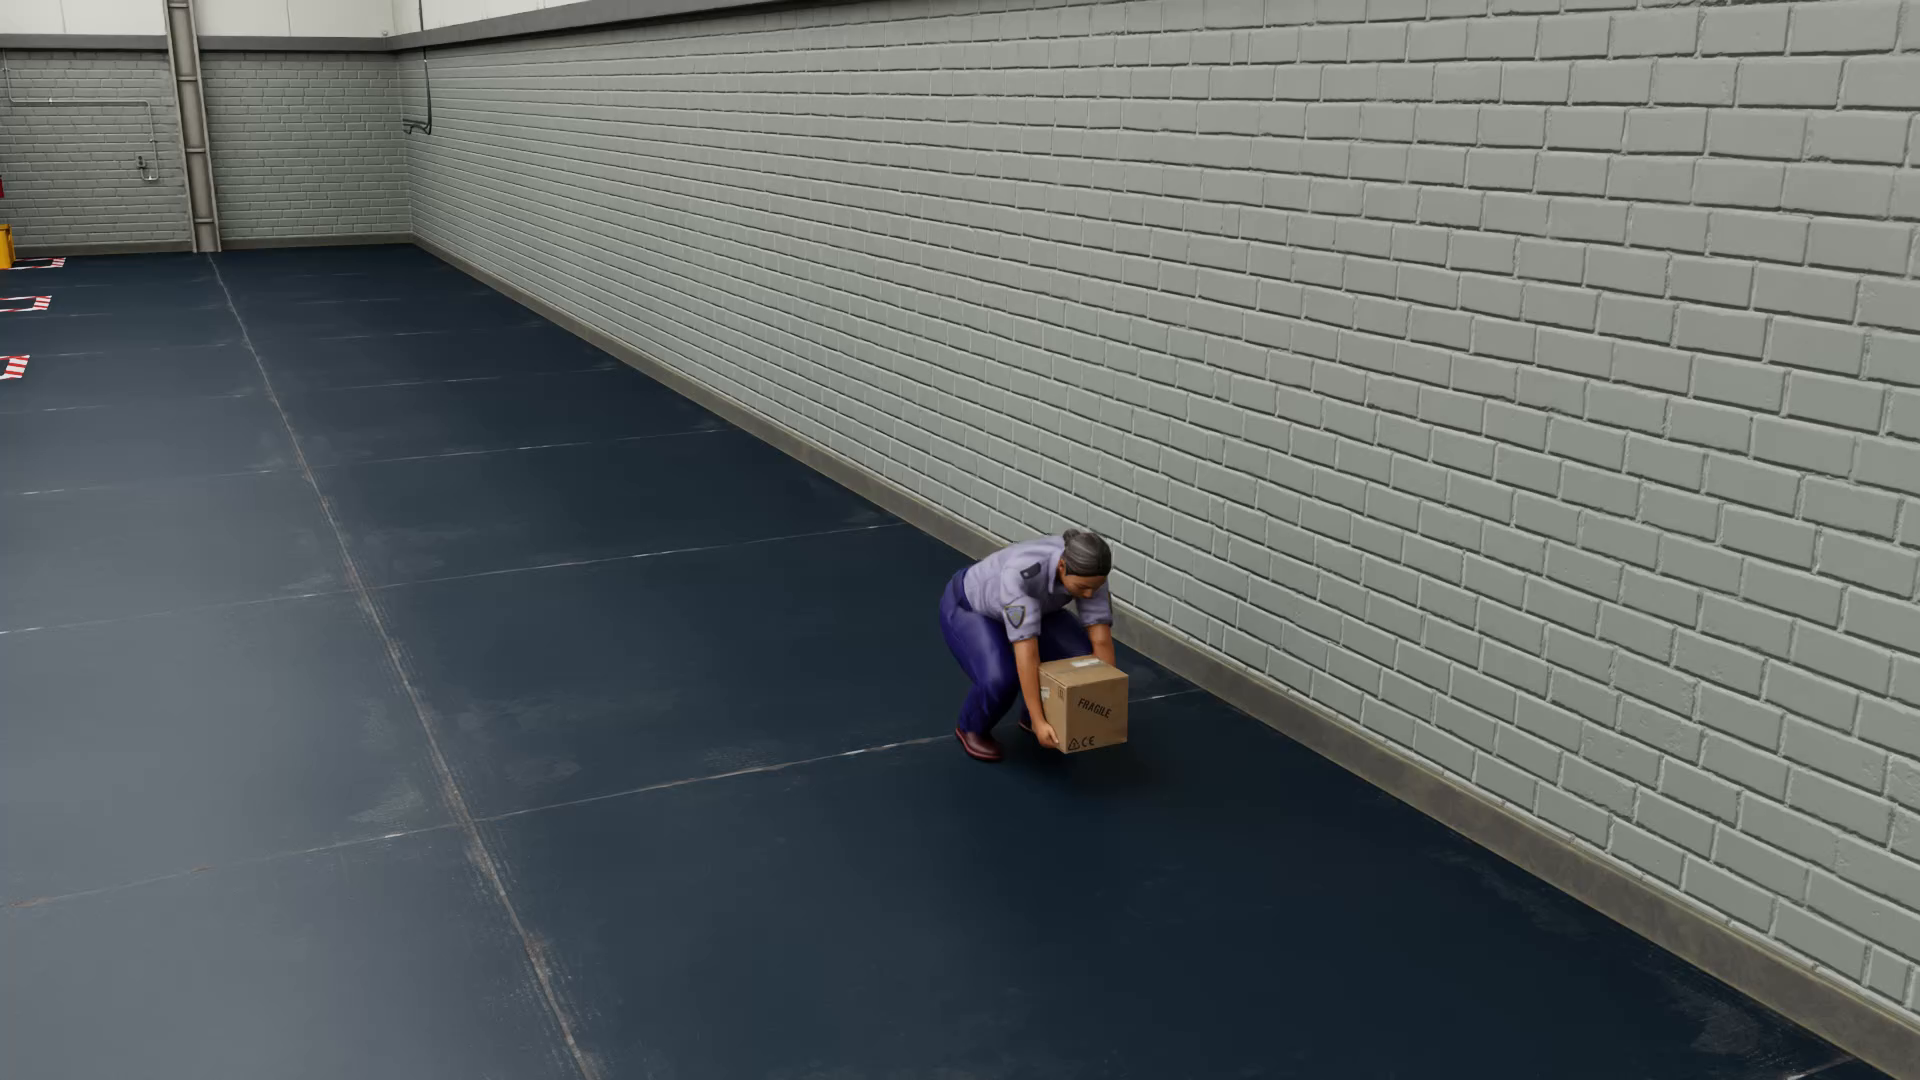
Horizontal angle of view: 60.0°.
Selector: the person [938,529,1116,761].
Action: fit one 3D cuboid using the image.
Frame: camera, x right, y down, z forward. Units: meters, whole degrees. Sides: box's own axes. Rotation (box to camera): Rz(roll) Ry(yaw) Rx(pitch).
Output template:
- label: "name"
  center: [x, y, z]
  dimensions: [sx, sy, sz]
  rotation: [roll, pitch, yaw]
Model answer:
- label: "person"
  center: [0.269, 0.362, 6.098]
  dimensions: [0.509, 0.936, 0.866]
  rotation: [-8, 17, -26]
